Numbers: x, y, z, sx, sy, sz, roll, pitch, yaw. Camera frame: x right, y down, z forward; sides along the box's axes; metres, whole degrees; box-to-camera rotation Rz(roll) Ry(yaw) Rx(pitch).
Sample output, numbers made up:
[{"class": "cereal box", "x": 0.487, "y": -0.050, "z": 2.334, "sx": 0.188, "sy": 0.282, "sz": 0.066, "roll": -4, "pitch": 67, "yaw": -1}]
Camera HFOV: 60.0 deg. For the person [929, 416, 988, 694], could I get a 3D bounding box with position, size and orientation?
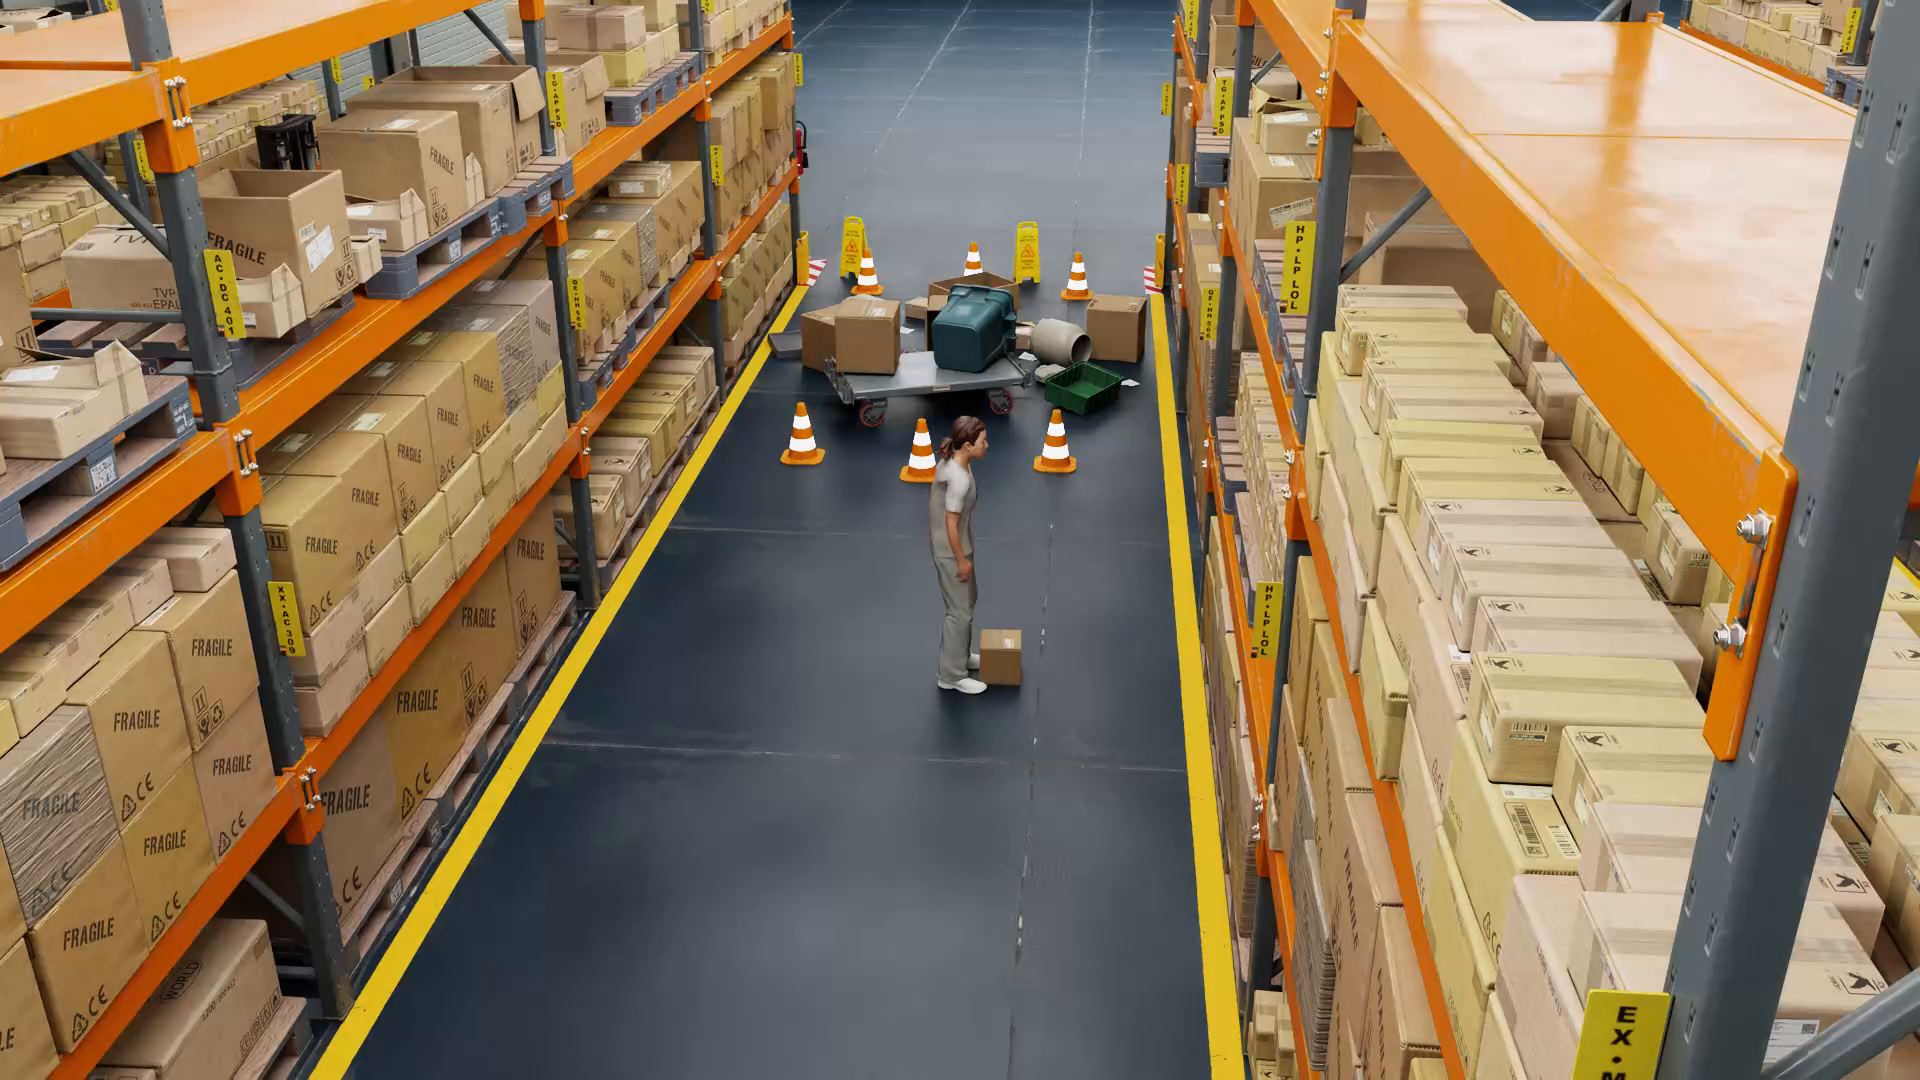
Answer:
[{"class": "person", "x": -0.002, "y": 0.065, "z": 9.856, "sx": 0.363, "sy": 1.671, "sz": 0.509, "roll": 0, "pitch": 25, "yaw": 1}]
